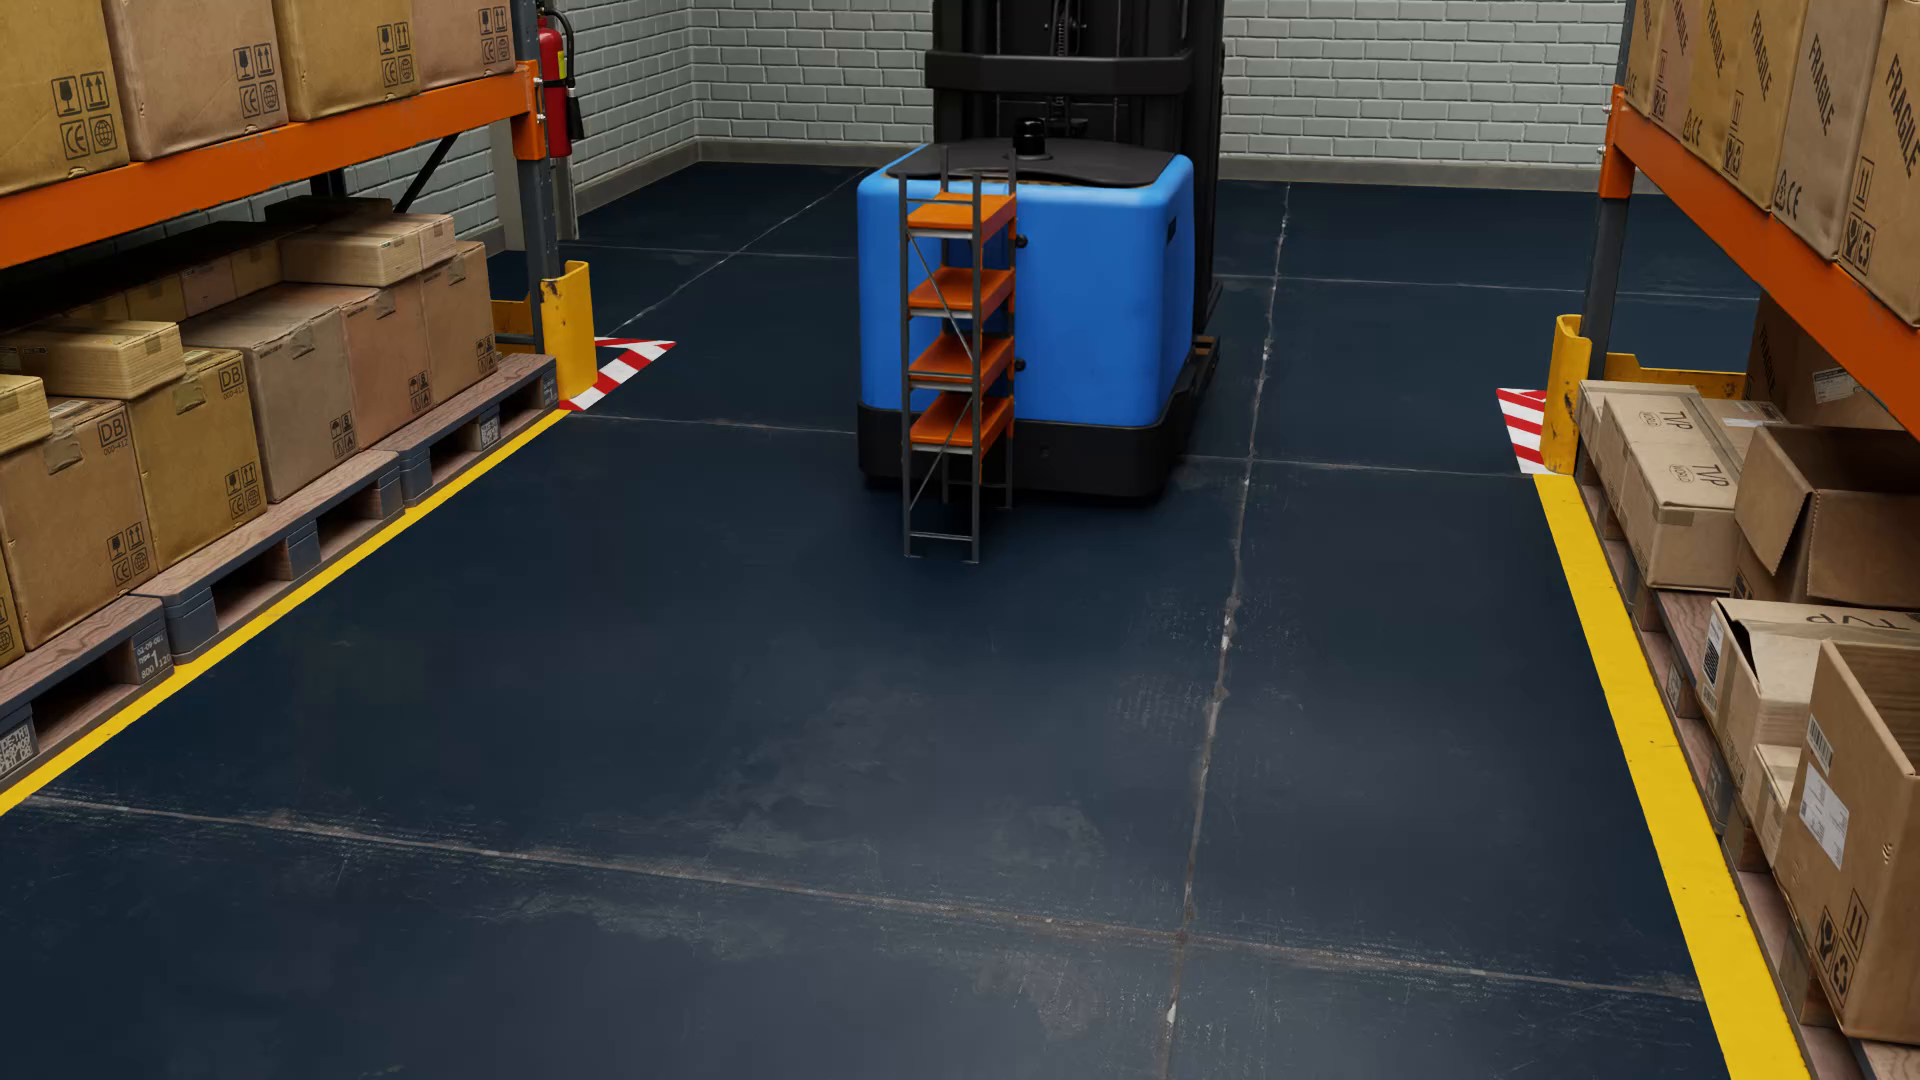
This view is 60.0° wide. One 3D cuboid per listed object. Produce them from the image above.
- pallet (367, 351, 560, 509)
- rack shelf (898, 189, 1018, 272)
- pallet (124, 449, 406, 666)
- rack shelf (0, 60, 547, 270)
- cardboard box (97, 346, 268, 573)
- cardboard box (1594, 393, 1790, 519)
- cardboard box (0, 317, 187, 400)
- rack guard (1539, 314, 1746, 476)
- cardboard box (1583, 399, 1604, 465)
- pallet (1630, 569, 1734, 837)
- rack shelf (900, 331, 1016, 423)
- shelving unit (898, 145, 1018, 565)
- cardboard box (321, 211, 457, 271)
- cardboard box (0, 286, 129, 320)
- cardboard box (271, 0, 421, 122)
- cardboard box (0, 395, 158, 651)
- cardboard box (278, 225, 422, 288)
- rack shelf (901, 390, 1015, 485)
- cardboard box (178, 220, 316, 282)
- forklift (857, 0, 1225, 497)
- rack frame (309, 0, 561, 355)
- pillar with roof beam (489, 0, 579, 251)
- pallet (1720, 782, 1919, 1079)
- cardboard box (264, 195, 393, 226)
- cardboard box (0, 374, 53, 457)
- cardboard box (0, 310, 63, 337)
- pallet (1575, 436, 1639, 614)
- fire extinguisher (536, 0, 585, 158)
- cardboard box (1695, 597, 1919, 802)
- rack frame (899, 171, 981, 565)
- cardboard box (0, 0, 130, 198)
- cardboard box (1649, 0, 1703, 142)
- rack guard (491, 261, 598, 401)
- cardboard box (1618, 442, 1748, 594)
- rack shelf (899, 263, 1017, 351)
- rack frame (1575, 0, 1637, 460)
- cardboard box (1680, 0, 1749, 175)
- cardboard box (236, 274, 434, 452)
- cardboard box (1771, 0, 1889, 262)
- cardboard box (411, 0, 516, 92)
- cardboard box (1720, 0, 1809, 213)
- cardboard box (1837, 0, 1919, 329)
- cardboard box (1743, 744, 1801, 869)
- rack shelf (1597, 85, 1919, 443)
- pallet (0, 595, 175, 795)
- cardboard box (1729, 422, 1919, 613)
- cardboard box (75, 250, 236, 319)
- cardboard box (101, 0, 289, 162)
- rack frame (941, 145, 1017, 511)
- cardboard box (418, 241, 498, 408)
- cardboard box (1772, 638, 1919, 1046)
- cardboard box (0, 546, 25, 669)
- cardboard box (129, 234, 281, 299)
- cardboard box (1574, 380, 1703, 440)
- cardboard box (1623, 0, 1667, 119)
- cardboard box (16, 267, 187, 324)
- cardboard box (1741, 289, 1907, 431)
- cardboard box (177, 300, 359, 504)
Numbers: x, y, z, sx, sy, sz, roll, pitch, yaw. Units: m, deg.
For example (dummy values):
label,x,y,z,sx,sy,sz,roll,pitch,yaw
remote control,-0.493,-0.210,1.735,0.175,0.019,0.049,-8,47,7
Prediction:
label,x,y,z,sx,sy,sz,roll,pitch,yaw
pallet,-2.213,-0.458,6.208,1.003,0.211,1.213,4,22,11
rack shelf,0.000,-0.945,5.041,0.258,0.148,0.480,5,23,13
pallet,-2.464,-0.013,5.103,1.003,0.211,1.213,4,22,11
rack shelf,-2.535,-0.985,4.746,1.077,0.370,4.000,4,22,11
cardboard box,-2.477,-0.259,4.765,0.700,0.500,0.500,5,22,12
cardboard box,2.233,-0.242,5.031,0.500,0.250,0.500,4,22,11
cardboard box,-2.335,-0.491,4.473,0.380,0.149,0.250,4,22,9
rack guard,2.708,-0.486,5.891,1.175,0.500,0.348,4,22,11
cardboard box,2.251,-0.345,5.398,0.380,0.166,0.250,4,22,11
pallet,2.295,0.384,4.117,1.003,0.211,1.213,4,22,11
rack shelf,0.000,-0.518,5.213,0.258,0.148,0.480,5,23,13
shelving unit,0.000,-0.580,5.188,0.258,1.200,0.503,5,23,13
cardboard box,-2.019,-1.061,5.889,0.380,0.149,0.250,4,22,10
cardboard box,-2.651,-0.627,4.810,0.380,0.149,0.250,4,22,10
cardboard box,-2.359,-1.735,5.244,0.980,0.700,0.700,4,22,10
cardboard box,-2.584,-0.071,4.299,0.700,0.500,0.500,4,22,10
cardboard box,-2.071,-0.968,5.657,0.380,0.149,0.250,5,22,12
rack shelf,0.000,-0.333,5.287,0.258,0.148,0.480,5,23,13
cardboard box,-2.444,-0.998,5.732,0.380,0.149,0.250,5,22,11
forklift,0.496,-2.022,6.452,1.130,2.935,3.031,5,23,13
rack frame,-2.127,-2.050,6.428,1.000,3.000,0.127,4,22,11
pillar with roof beam,1.792,-5.558,7.108,9.100,9.000,0.400,4,22,11
pallet,2.048,0.832,3.006,1.003,0.211,1.213,4,22,11
cardboard box,-2.342,-1.183,6.192,0.380,0.149,0.250,5,22,11
cardboard box,-2.441,-0.300,3.999,0.380,0.149,0.250,5,23,13
cardboard box,-2.703,-0.532,4.576,0.380,0.149,0.250,5,22,11
pallet,2.546,-0.060,5.221,1.003,0.211,1.213,4,22,11
fire extinguisher,-1.644,-1.861,6.561,0.296,0.674,0.183,4,22,11
cardboard box,1.899,0.328,3.533,0.500,0.311,0.500,4,22,11
rack frame,-0.058,-0.491,4.968,0.240,1.200,0.015,5,23,13
cardboard box,-2.662,-1.190,3.891,0.980,0.700,0.700,4,22,10
cardboard box,2.275,-1.389,4.652,0.500,0.500,0.500,4,22,10
rack guard,-2.122,-0.899,6.916,1.175,0.500,0.348,4,22,11
cardboard box,2.131,-0.059,4.577,0.500,0.250,0.500,4,22,11
rack shelf,0.000,-0.725,5.129,0.258,0.148,0.480,5,23,13
rack frame,2.723,-1.673,5.493,1.000,3.000,0.127,4,22,11
cardboard box,2.169,-1.205,4.197,0.500,0.500,0.500,4,22,11
cardboard box,-2.274,-0.638,5.707,0.700,0.500,0.500,4,22,11
cardboard box,1.964,-0.836,3.280,0.500,0.500,0.500,5,22,12
cardboard box,-2.221,-2.002,5.907,0.980,0.700,0.700,5,23,13
cardboard box,2.066,-1.022,3.743,0.500,0.500,0.500,5,22,12
cardboard box,1.862,-0.648,2.813,0.500,0.500,0.500,5,22,12
cardboard box,1.764,0.536,3.235,0.380,0.149,0.250,4,22,11
rack shelf,2.315,-0.608,3.812,1.077,0.370,4.000,4,22,11
pallet,-2.711,0.435,3.992,1.003,0.211,1.213,4,22,11
cardboard box,2.286,0.056,3.952,0.797,0.503,0.637,4,22,11
cardboard box,-2.547,-0.813,5.273,0.380,0.149,0.250,5,22,12
cardboard box,-2.523,-1.456,4.553,0.980,0.700,0.700,3,22,8
rack frame,0.058,-0.669,5.408,0.240,1.200,0.015,5,23,13
cardboard box,-2.172,-0.821,6.162,0.700,0.500,0.500,4,22,11
cardboard box,1.746,0.515,2.817,0.500,0.500,0.500,4,22,11
cardboard box,-2.690,0.112,3.844,0.700,0.500,0.500,5,22,12
cardboard box,-2.496,-0.906,5.504,0.380,0.149,0.250,5,22,11
cardboard box,2.302,-0.428,5.629,0.380,0.149,0.250,4,22,11
cardboard box,2.375,-1.578,5.122,0.500,0.500,0.500,5,22,12
cardboard box,-2.599,-0.719,5.040,0.380,0.149,0.250,5,22,11
cardboard box,2.854,-0.500,5.338,0.500,0.500,0.500,4,22,11
cardboard box,-2.376,-0.454,5.250,0.700,0.500,0.500,4,22,9
